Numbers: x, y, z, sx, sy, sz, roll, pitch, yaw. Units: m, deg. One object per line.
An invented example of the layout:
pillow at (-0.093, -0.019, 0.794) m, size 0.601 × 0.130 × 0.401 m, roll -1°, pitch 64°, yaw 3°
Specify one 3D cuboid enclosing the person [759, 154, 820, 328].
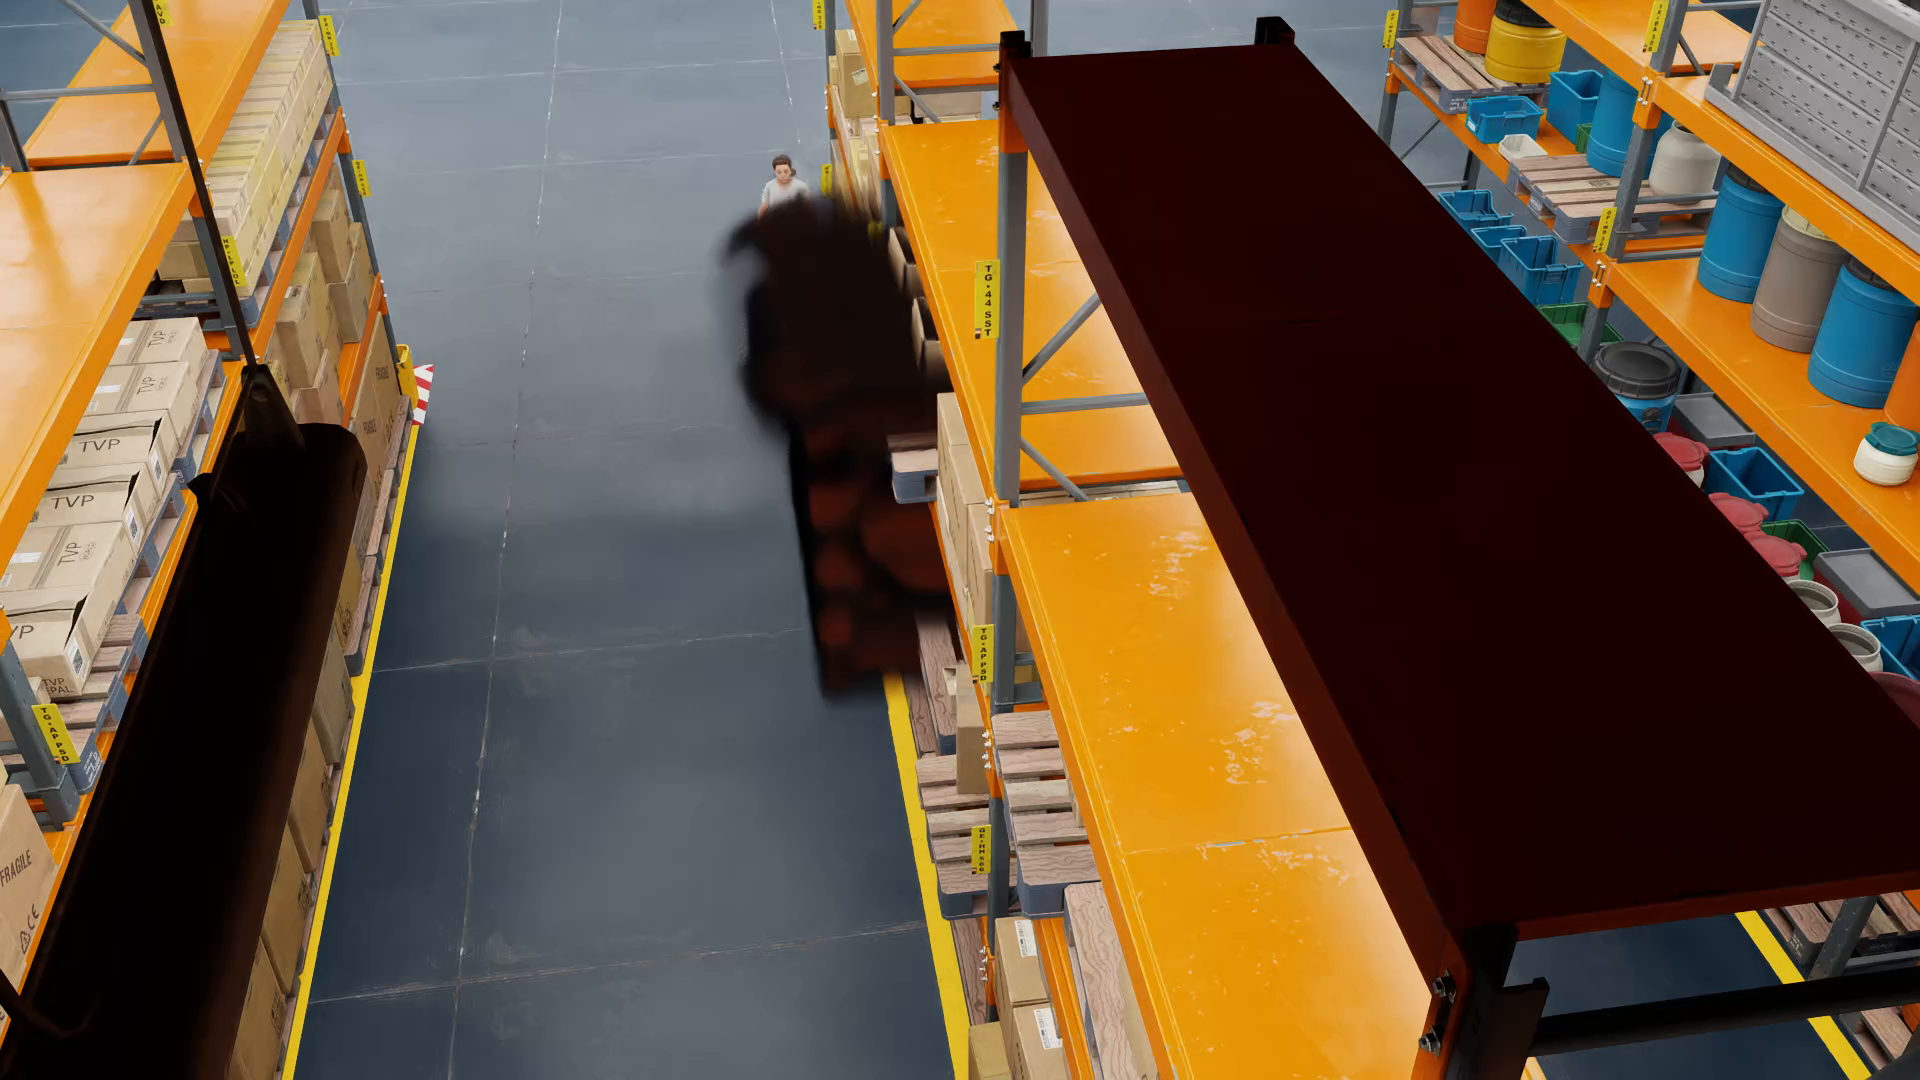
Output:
person at (-1.659, -2.899, 16.014) m, size 0.560 × 1.714 × 0.412 m, roll -30°, pitch 46°, yaw -34°
